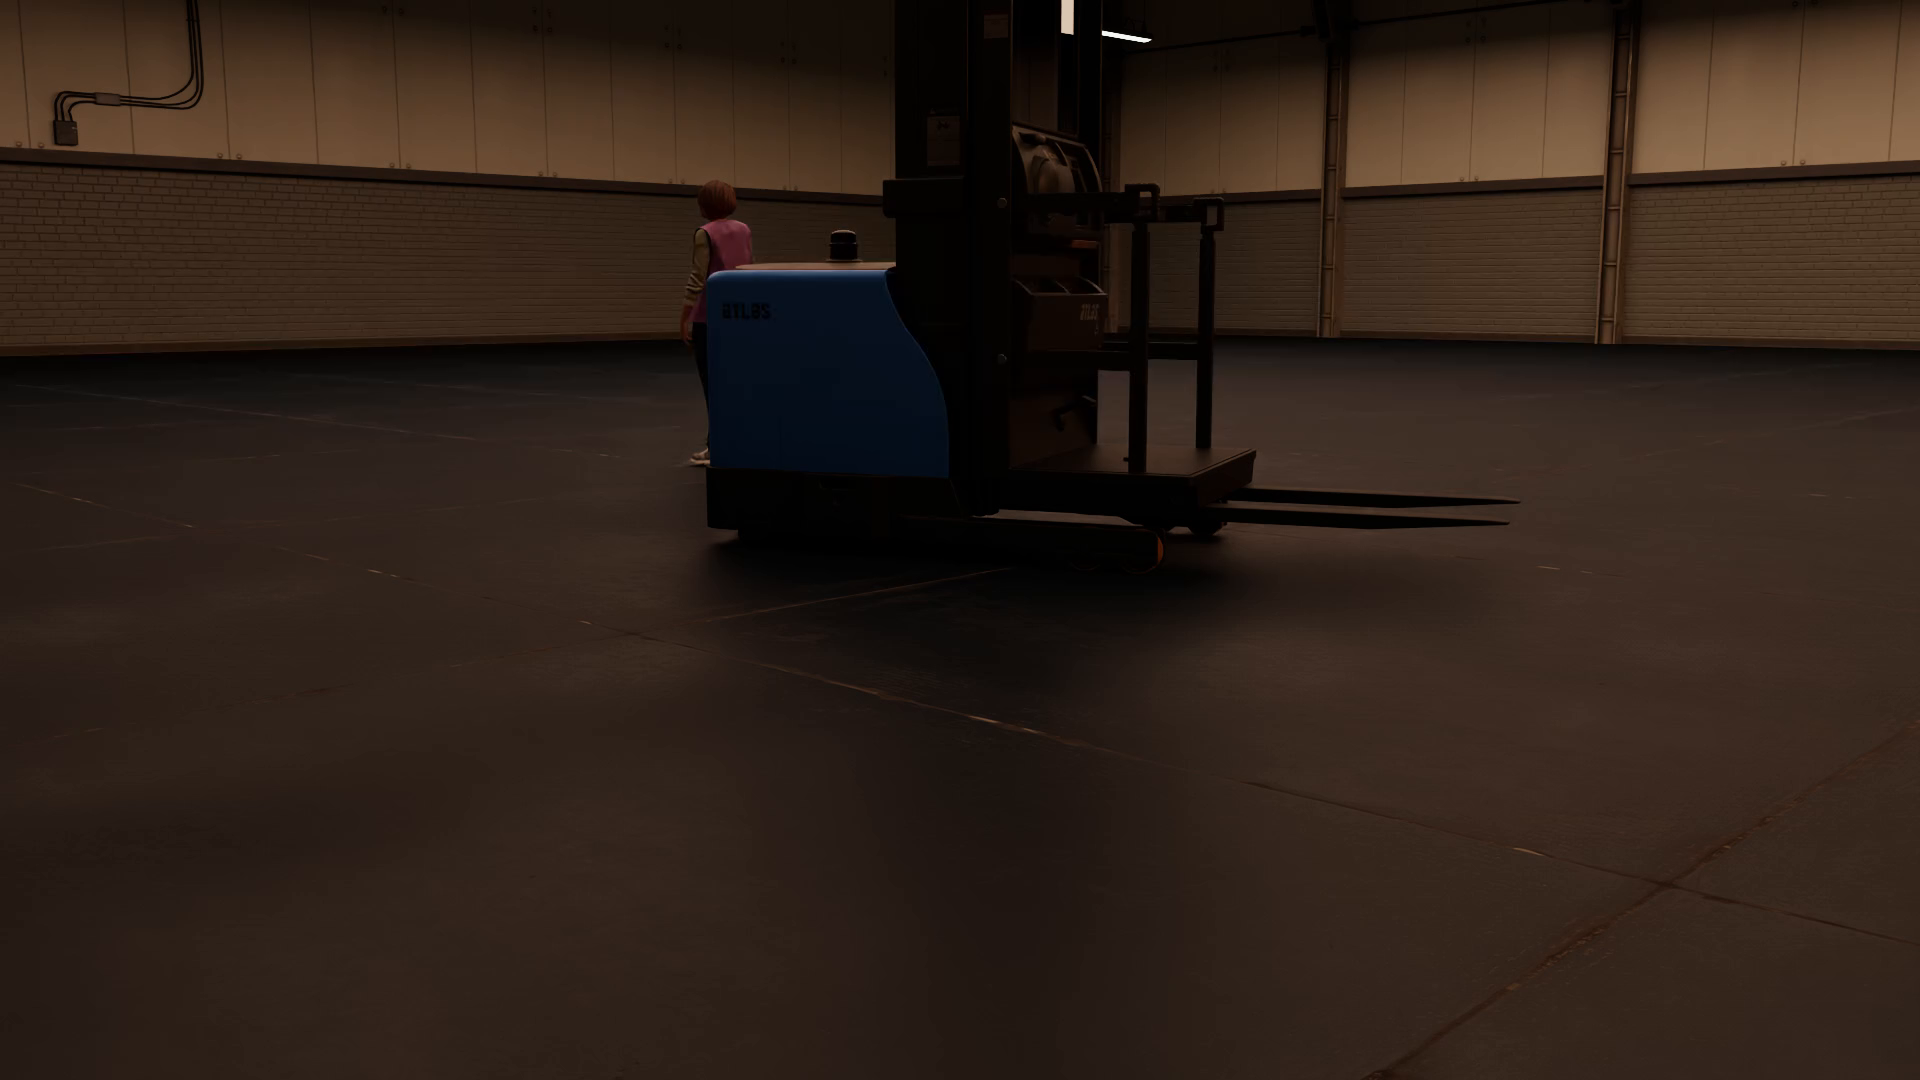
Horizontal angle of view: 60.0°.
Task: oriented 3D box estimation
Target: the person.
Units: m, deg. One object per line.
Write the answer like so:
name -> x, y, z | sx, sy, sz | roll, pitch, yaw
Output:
person -> -1.412, -1.218, 9.449 | 0.474, 1.583, 0.519 | 7, 11, 40

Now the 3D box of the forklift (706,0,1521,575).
forklift -> 0.565, -1.416, 6.275 | 3.031, 2.935, 1.130 | 3, 9, 22
